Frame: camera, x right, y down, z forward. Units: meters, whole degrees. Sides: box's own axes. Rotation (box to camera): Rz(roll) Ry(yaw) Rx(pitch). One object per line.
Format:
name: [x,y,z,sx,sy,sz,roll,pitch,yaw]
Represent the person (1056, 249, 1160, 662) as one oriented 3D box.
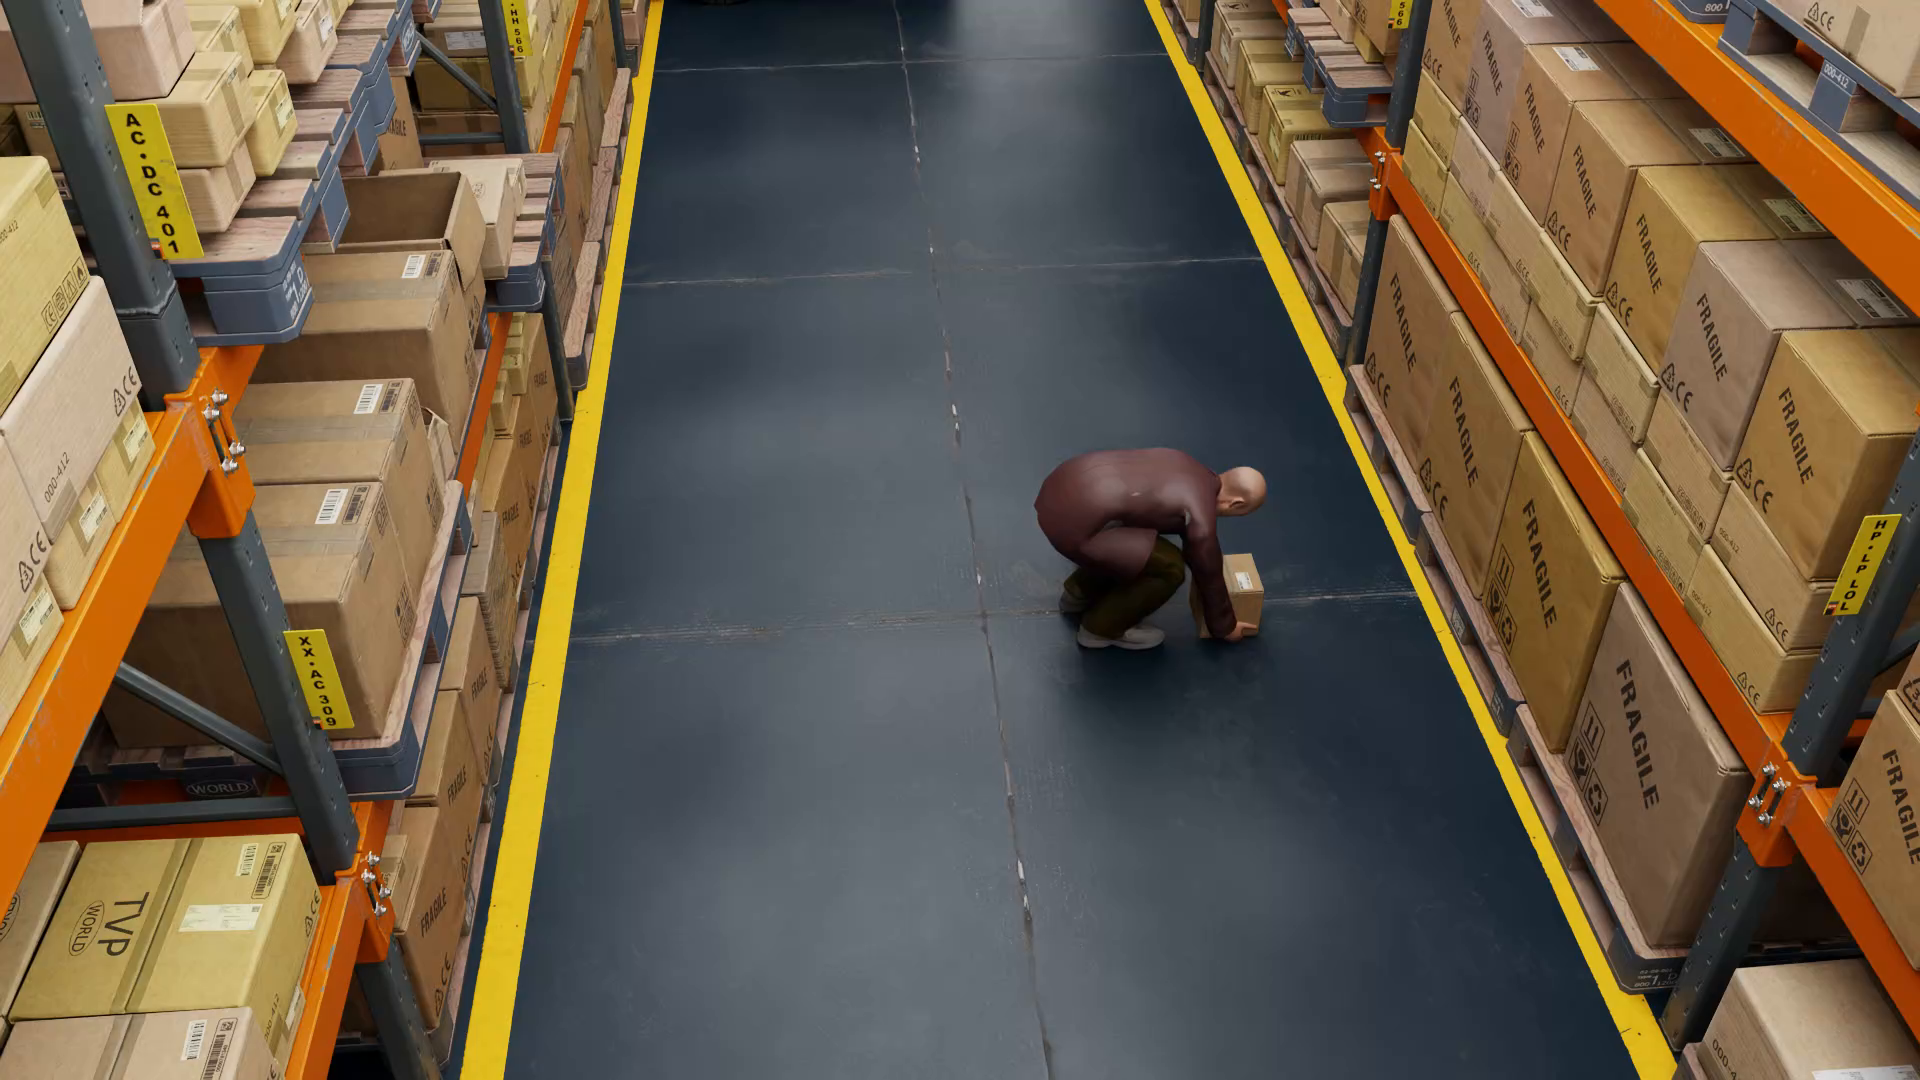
person: [0.592,-0.341,6.592,0.426,1.775,0.612,-5,39,-6]
